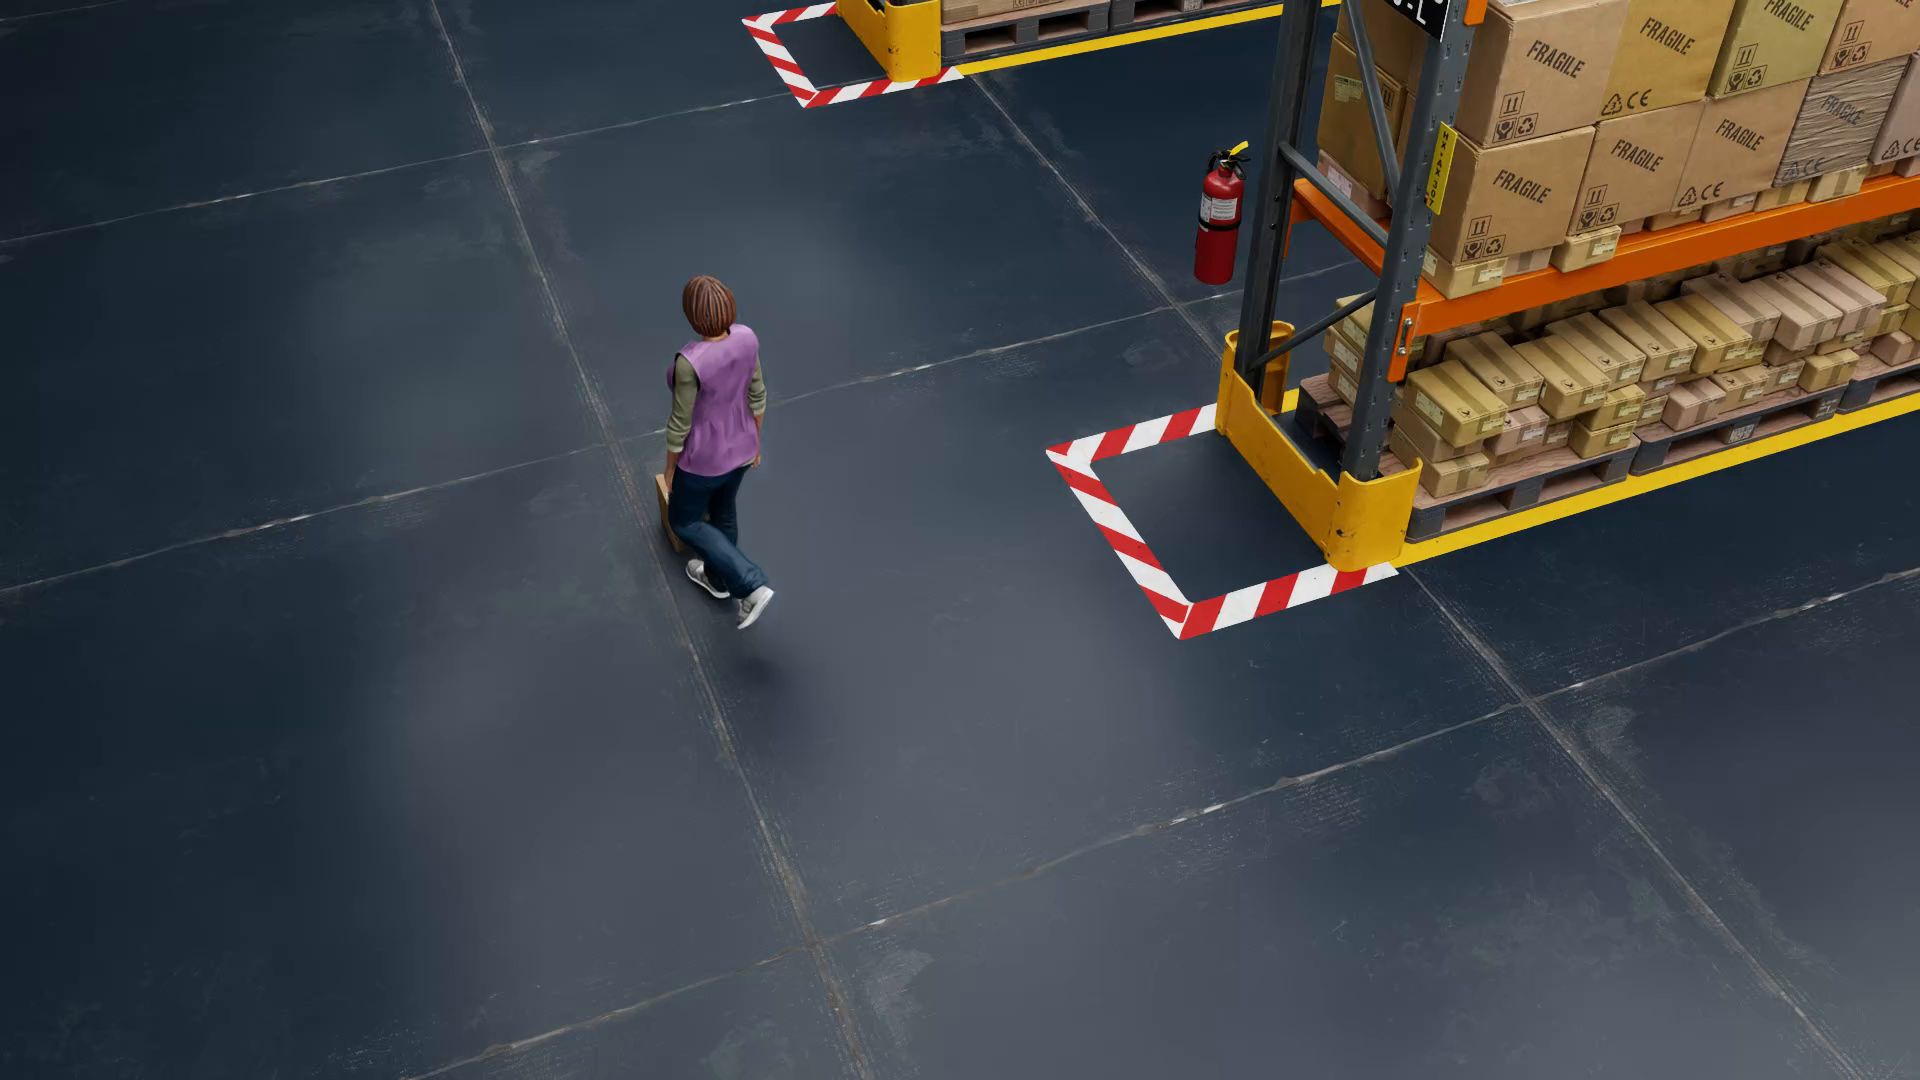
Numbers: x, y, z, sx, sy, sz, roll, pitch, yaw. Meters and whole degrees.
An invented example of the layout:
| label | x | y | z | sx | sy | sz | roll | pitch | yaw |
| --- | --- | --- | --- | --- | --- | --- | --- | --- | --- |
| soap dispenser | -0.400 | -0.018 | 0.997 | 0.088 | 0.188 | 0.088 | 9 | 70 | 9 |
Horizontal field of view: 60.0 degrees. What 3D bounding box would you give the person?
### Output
| label | x | y | z | sx | sy | sz | roll | pitch | yaw |
| --- | --- | --- | --- | --- | --- | --- | --- | --- | --- |
| person | -0.925 | -0.324 | 6.516 | 0.654 | 1.593 | 0.447 | 31 | 51 | 30 |
